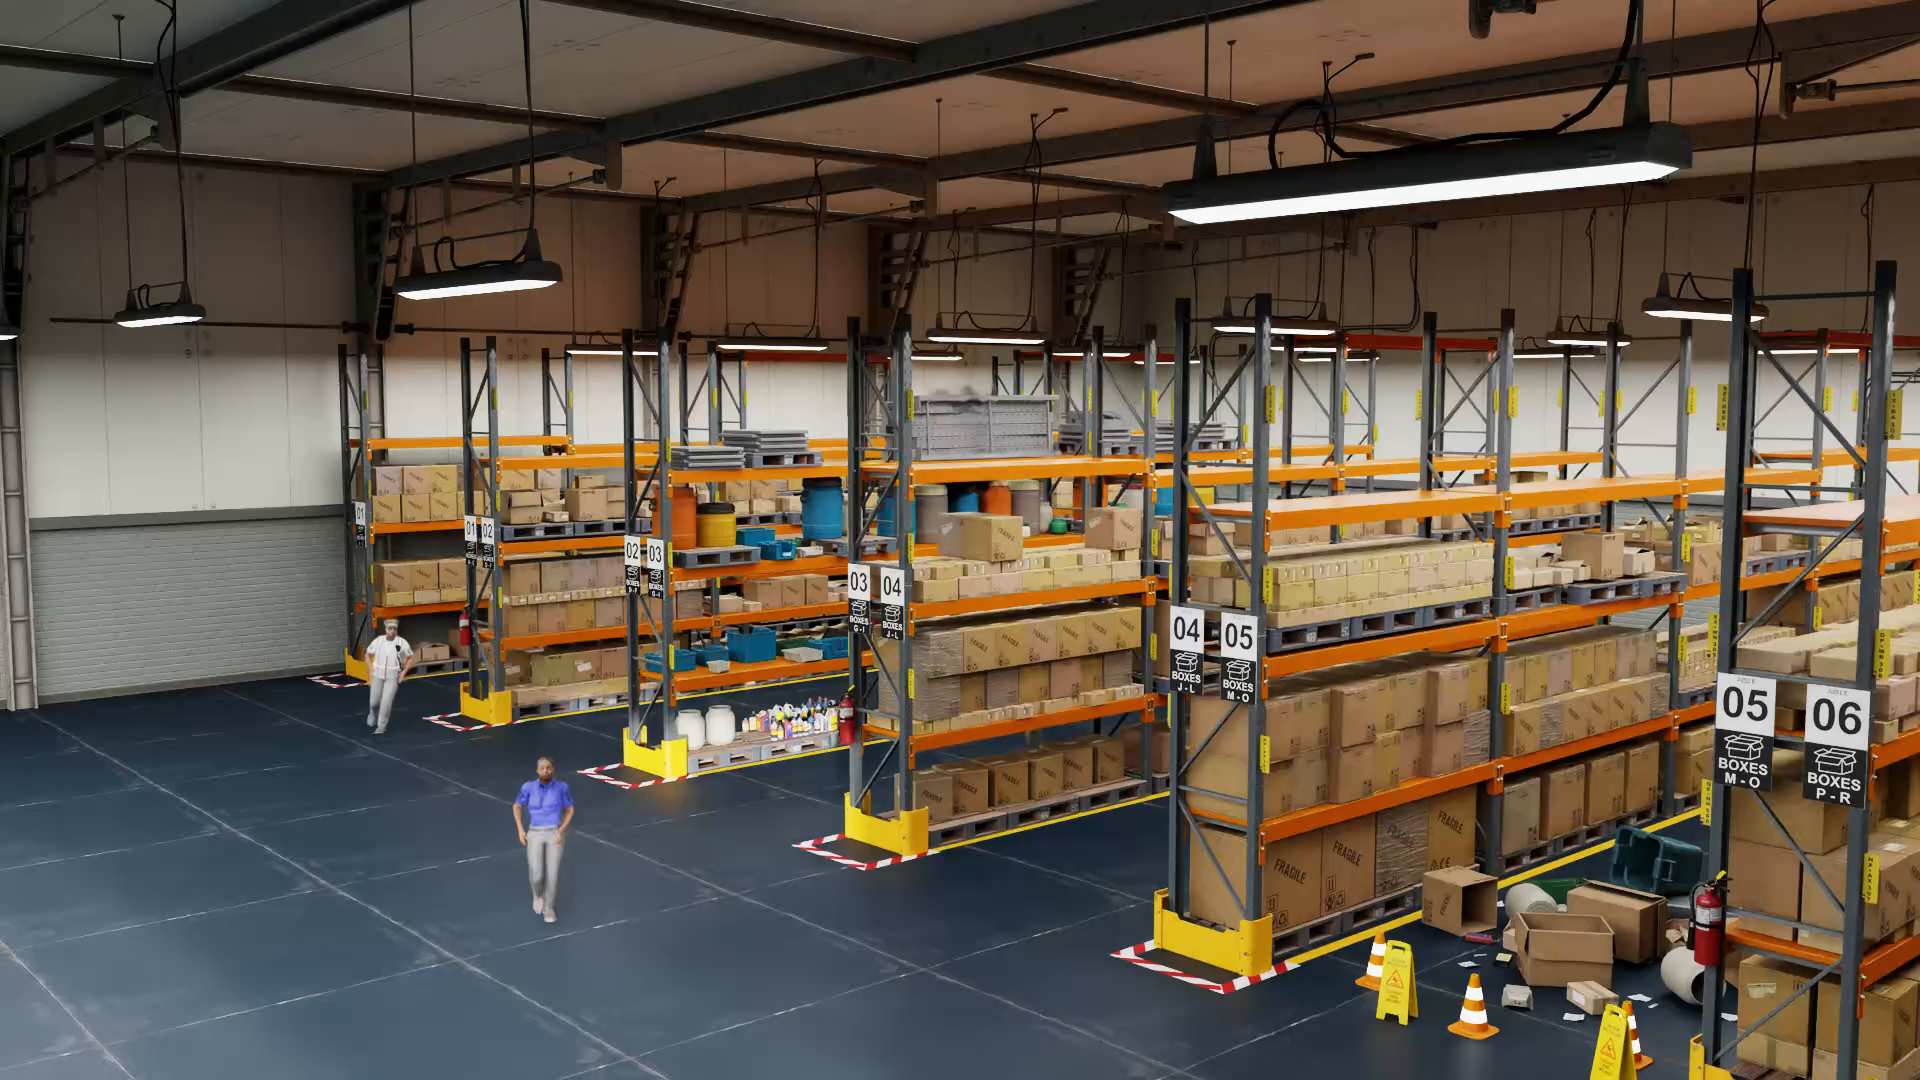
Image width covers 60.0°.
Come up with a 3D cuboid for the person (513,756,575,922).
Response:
[{"bbox_3d":[-4.052,2.911,16.221,0.580,1.620,0.493,-1,5,-13],"label":"person"}]

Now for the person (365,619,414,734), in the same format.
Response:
[{"bbox_3d":[-8.670,2.045,25.277,0.726,1.724,0.606,-1,5,-15],"label":"person"}]

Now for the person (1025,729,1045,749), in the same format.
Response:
[{"bbox_3d":[1.011,2.301,22.595,0.714,1.756,0.556,-5,7,-44],"label":"person"}]
